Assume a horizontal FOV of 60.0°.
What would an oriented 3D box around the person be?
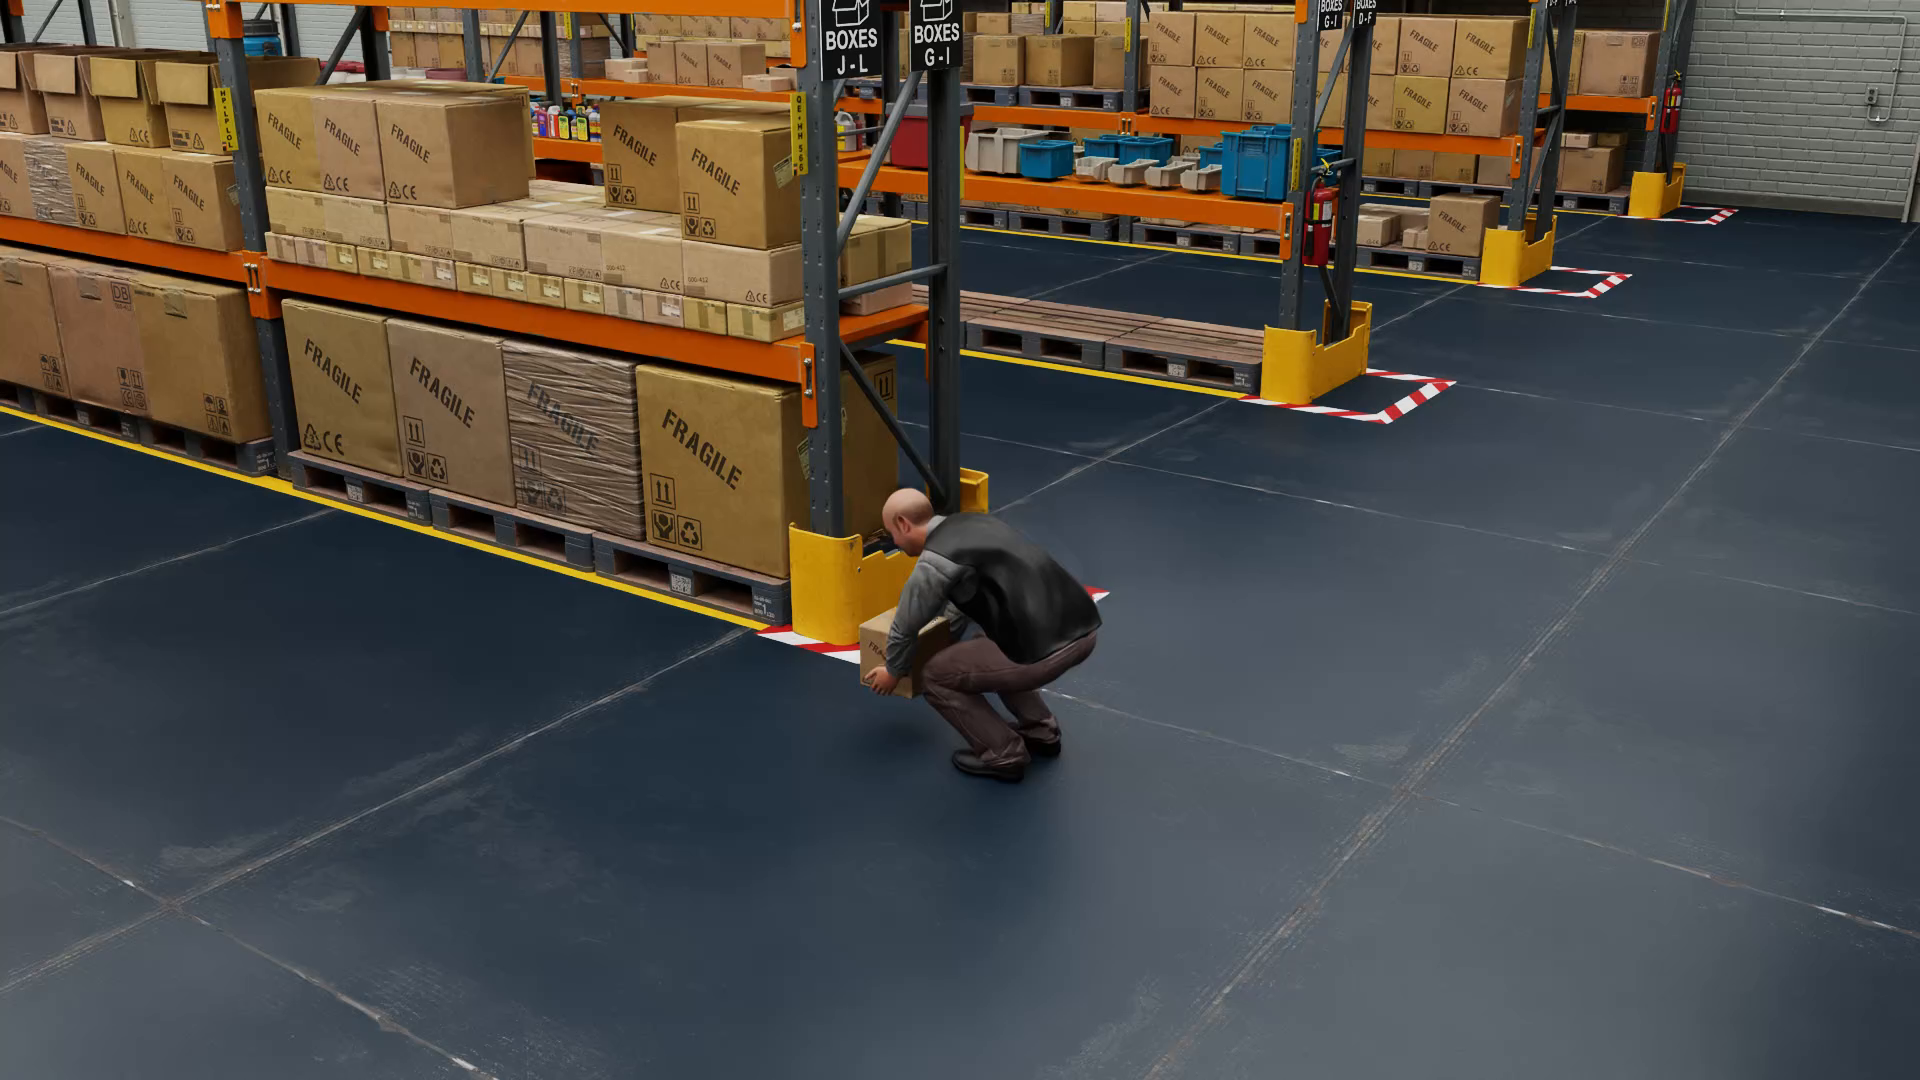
[{"bbox_3d":[0.077,0.341,6.196,0.859,1.024,0.550,13,23,32],"label":"person"}]
